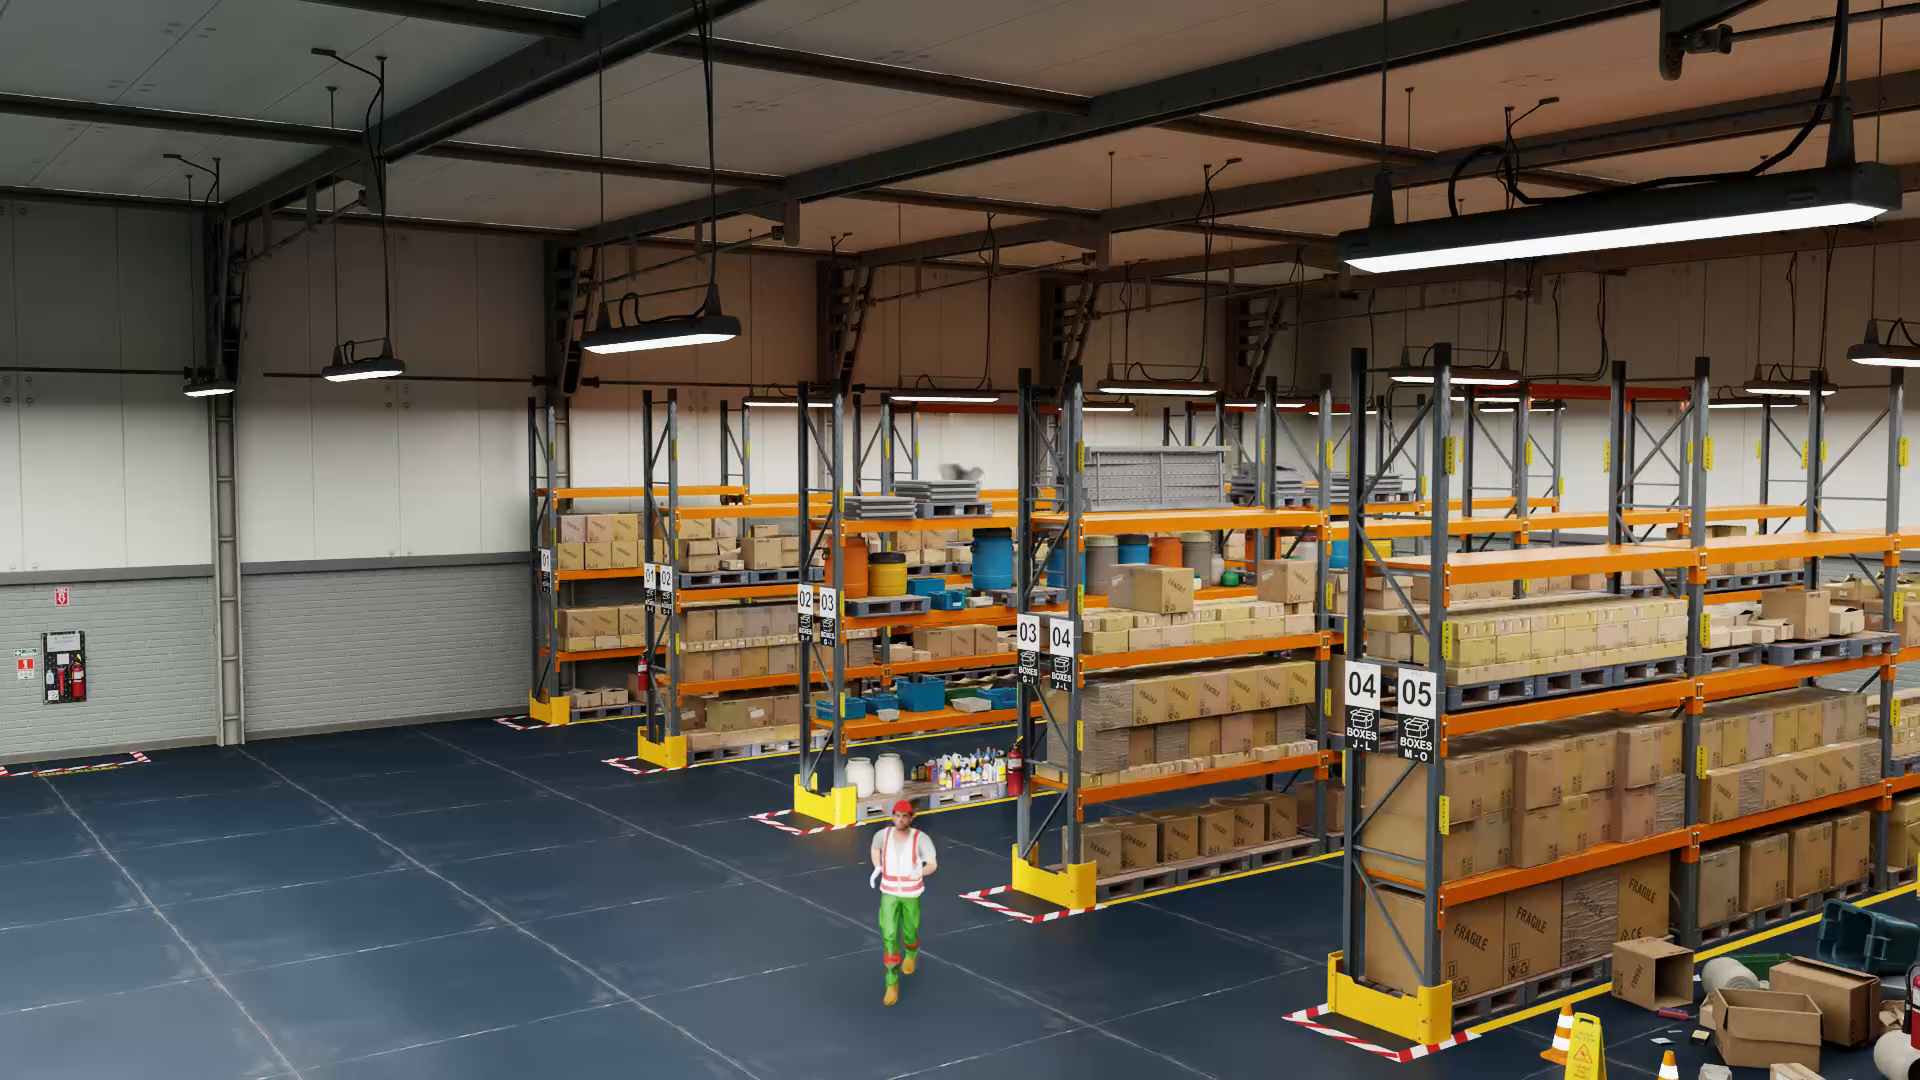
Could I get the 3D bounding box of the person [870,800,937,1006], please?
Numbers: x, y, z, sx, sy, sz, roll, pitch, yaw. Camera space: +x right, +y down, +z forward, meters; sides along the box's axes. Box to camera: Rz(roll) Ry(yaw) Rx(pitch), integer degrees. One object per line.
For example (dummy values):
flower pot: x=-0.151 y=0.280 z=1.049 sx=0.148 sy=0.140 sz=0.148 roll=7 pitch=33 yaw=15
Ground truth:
person: x=-0.539 y=3.329 z=15.602 sx=0.651 sy=1.807 sz=0.979 roll=0 pitch=3 yaw=5

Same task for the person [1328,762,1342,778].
person: x=5.384 y=2.895 z=23.762 sx=0.900 sy=1.769 sz=0.711 roll=-3 pitch=4 yaw=-41

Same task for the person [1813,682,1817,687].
person: x=12.862 y=2.895 z=25.184 sx=0.538 sy=1.560 sz=0.665 roll=3 pitch=5 yaw=45
